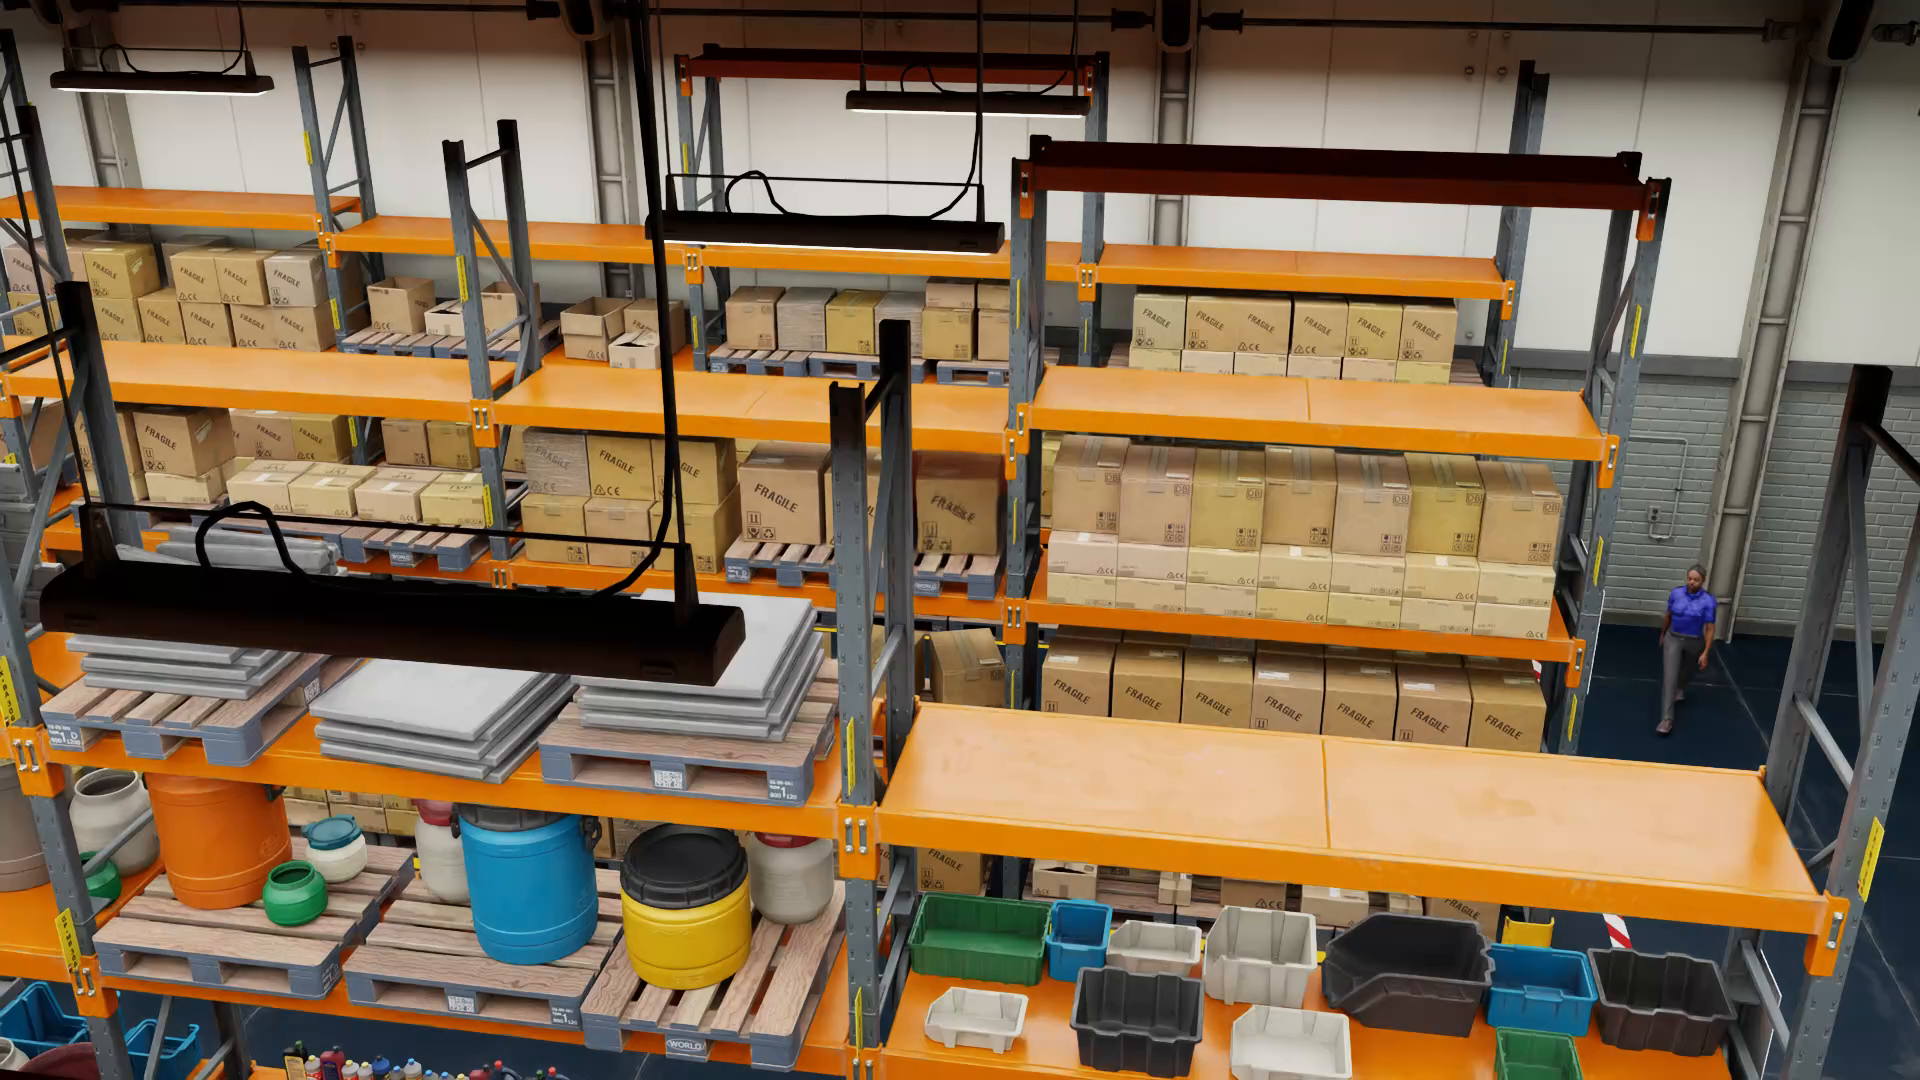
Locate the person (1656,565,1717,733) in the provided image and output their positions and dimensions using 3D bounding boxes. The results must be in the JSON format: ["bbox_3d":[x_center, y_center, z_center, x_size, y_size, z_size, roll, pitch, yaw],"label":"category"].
[{"bbox_3d":[6.967,0.985,15.958,0.435,1.604,1.032,8,24,18],"label":"person"}]
